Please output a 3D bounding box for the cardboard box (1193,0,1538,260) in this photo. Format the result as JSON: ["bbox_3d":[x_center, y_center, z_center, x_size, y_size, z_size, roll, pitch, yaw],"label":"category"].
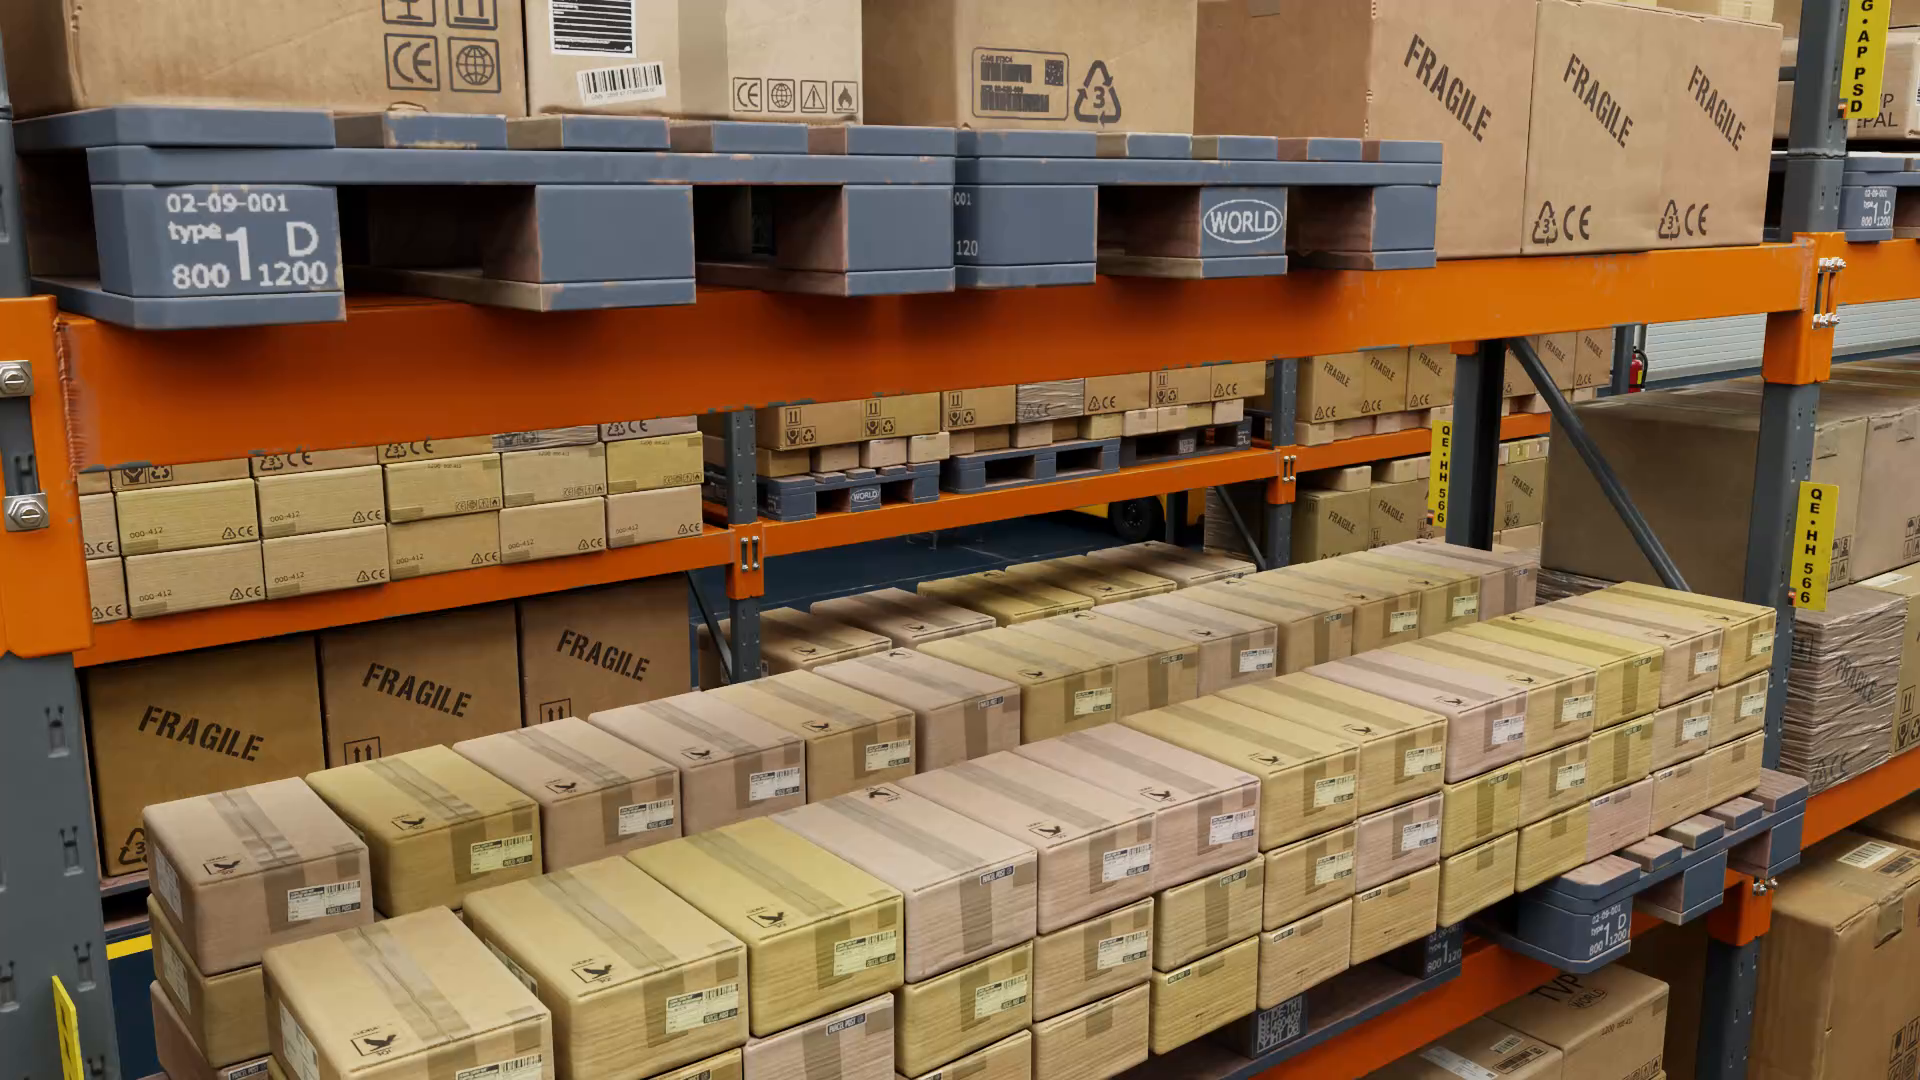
[{"bbox_3d":[0.758,-0.812,3.270,0.500,0.500,0.500,-9,15,-38],"label":"cardboard box"}]

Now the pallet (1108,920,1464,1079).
[{"bbox_3d":[0.300,0.815,3.532,1.213,0.211,1.003,-9,15,-38],"label":"pallet"}]

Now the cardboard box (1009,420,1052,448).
[{"bbox_3d":[0.312,-0.629,9.462,0.250,0.149,0.380,-9,15,-36],"label":"cardboard box"}]

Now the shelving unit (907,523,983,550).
[{"bbox_3d":[-0.129,-1.006,13.810,0.503,2.100,0.431,-9,15,-38],"label":"shelving unit"}]

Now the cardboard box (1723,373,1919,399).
[{"bbox_3d":[2.971,-0.270,5.530,0.500,0.500,0.700,-10,15,-39],"label":"cardboard box"}]

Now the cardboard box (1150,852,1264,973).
[{"bbox_3d":[0.314,0.601,2.955,0.250,0.149,0.380,-10,15,-39],"label":"cardboard box"}]

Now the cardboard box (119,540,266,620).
[{"bbox_3d":[-3.152,0.115,6.729,0.500,0.250,0.500,-10,15,-38],"label":"cardboard box"}]

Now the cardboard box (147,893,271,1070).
[{"bbox_3d":[-1.115,0.665,2.654,0.250,0.149,0.380,-9,15,-36],"label":"cardboard box"}]

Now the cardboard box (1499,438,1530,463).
[{"bbox_3d":[3.991,-0.678,12.342,0.250,0.149,0.380,-9,15,-37],"label":"cardboard box"}]

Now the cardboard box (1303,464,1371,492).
[{"bbox_3d":[2.537,-0.435,11.198,0.250,0.149,0.380,-9,15,-37],"label":"cardboard box"}]

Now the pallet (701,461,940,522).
[{"bbox_3d":[-0.861,-0.348,9.009,1.003,0.211,1.213,-9,15,-38],"label":"pallet"}]

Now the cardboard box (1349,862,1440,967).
[{"bbox_3d":[0.718,0.679,3.303,0.250,0.149,0.380,-9,15,-36],"label":"cardboard box"}]

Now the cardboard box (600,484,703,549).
[{"bbox_3d":[-1.583,-0.151,7.980,0.500,0.250,0.500,-10,16,-40],"label":"cardboard box"}]

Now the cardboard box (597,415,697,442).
[{"bbox_3d":[-1.591,-0.761,7.842,0.500,0.500,0.500,-10,16,-39],"label":"cardboard box"}]

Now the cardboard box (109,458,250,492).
[{"bbox_3d":[-3.178,-0.497,6.599,0.500,0.500,0.500,-10,16,-39],"label":"cardboard box"}]

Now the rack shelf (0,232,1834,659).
[{"bbox_3d":[0.259,-0.398,3.294,4.000,0.370,1.077,-9,15,-38],"label":"rack shelf"}]

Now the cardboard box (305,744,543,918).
[{"bbox_3d":[-0.902,0.484,2.788,0.250,0.149,0.380,-10,16,-39],"label":"cardboard box"}]

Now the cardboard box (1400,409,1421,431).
[{"bbox_3d":[2.976,-0.864,11.581,0.250,0.149,0.380,-10,15,-38],"label":"cardboard box"}]

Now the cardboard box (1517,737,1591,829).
[{"bbox_3d":[1.112,0.469,3.575,0.250,0.149,0.380,-9,15,-38],"label":"cardboard box"}]

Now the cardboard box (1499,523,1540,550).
[{"bbox_3d":[4.024,-0.016,12.593,0.500,0.250,0.500,-9,15,-37],"label":"cardboard box"}]

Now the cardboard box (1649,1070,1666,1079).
[{"bbox_3d":[1.470,1.603,4.367,0.500,0.500,0.500,-10,15,-38],"label":"cardboard box"}]

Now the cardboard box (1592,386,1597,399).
[{"bbox_3d":[4.738,-1.164,12.995,0.250,0.149,0.380,-9,15,-36],"label":"cardboard box"}]

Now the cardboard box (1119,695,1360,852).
[{"bbox_3d":[0.509,0.423,3.077,0.250,0.149,0.380,-9,15,-36],"label":"cardboard box"}]

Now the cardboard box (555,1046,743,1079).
[{"bbox_3d":[-0.507,0.738,2.309,0.250,0.149,0.380,-10,15,-39],"label":"cardboard box"}]

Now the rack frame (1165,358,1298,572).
[{"bbox_3d":[1.773,-0.851,10.916,0.127,3.000,1.000,-9,15,-38],"label":"rack frame"}]

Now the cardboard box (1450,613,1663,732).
[{"bbox_3d":[1.322,0.288,3.712,0.250,0.149,0.380,-9,15,-36],"label":"cardboard box"}]

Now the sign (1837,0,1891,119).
[{"bbox_3d":[2.158,-1.174,3.972,0.005,0.325,0.100,-9,15,-38],"label":"sign"}]

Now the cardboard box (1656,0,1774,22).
[{"bbox_3d":[1.667,-1.339,3.906,0.258,0.266,0.396,-9,15,-38],"label":"cardboard box"}]

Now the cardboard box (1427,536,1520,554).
[{"bbox_3d":[2.908,0.286,9.756,0.500,0.500,0.500,-9,15,-38],"label":"cardboard box"}]

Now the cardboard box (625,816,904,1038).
[{"bbox_3d":[-0.292,0.556,2.448,0.250,0.149,0.380,-9,15,-37],"label":"cardboard box"}]

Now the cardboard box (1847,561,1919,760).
[{"bbox_3d":[2.735,0.328,5.123,0.500,0.500,0.500,-10,15,-38],"label":"cardboard box"}]

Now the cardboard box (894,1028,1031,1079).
[{"bbox_3d":[-0.101,0.816,2.657,0.250,0.149,0.380,-9,15,-37],"label":"cardboard box"}]

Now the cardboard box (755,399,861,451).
[{"bbox_3d":[-0.855,-0.753,8.485,0.500,0.500,0.500,-10,16,-39],"label":"cardboard box"}]

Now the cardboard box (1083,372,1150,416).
[{"bbox_3d":[0.762,-1.023,9.759,0.500,0.500,0.500,-9,15,-36],"label":"cardboard box"}]

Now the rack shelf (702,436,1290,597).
[{"bbox_3d":[0.211,-0.240,9.769,4.000,0.370,1.077,-9,15,-38],"label":"rack shelf"}]

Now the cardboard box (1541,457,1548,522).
[{"bbox_3d":[4.434,-0.451,12.836,0.500,0.500,0.500,-9,15,-37],"label":"cardboard box"}]

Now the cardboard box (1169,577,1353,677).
[{"bbox_3d":[0.729,0.213,4.065,0.250,0.149,0.380,-10,16,-40],"label":"cardboard box"}]

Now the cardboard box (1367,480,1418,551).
[{"bbox_3d":[2.813,-0.183,11.571,0.500,0.500,0.500,-9,15,-35],"label":"cardboard box"}]

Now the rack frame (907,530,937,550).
[{"bbox_3d":[-0.320,-0.974,13.660,0.015,2.100,0.400,-9,15,-38],"label":"rack frame"}]

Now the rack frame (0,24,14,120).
[{"bbox_3d":[-1.303,-1.958,1.685,0.127,3.000,1.000,-9,15,-38],"label":"rack frame"}]

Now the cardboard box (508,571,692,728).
[{"bbox_3d":[-1.942,0.578,8.290,0.875,0.875,0.875,-10,15,-38],"label":"cardboard box"}]

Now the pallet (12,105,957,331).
[{"bbox_3d":[-0.754,-0.462,2.312,1.003,0.211,1.213,-9,15,-38],"label":"pallet"}]

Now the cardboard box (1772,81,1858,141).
[{"bbox_3d":[2.181,-1.159,4.495,0.250,0.149,0.380,-10,16,-40],"label":"cardboard box"}]

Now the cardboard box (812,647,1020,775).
[{"bbox_3d":[-0.093,0.350,3.419,0.250,0.149,0.380,-10,16,-40],"label":"cardboard box"}]

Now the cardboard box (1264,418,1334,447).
[{"bbox_3d":[2.219,-0.717,10.890,0.250,0.149,0.380,-10,15,-38],"label":"cardboard box"}]

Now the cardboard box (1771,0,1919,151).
[{"bbox_3d":[3.003,-1.584,5.653,0.500,0.500,0.500,-9,15,-38],"label":"cardboard box"}]

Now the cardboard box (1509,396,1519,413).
[{"bbox_3d":[3.926,-1.035,12.385,0.250,0.149,0.380,-9,15,-37],"label":"cardboard box"}]

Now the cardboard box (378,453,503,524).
[{"bbox_3d":[-2.355,-0.263,7.301,0.500,0.250,0.500,-10,16,-39],"label":"cardboard box"}]

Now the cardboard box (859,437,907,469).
[{"bbox_3d":[-0.496,-0.486,8.790,0.250,0.149,0.380,-11,16,-41],"label":"cardboard box"}]

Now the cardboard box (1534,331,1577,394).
[{"bbox_3d":[4.251,-1.385,12.475,0.500,0.500,0.500,-9,15,-38],"label":"cardboard box"}]

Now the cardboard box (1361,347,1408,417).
[{"bbox_3d":[2.668,-1.127,11.255,0.500,0.500,0.500,-10,15,-38],"label":"cardboard box"}]

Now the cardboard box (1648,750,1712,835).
[{"bbox_3d":[1.528,0.545,3.932,0.250,0.149,0.380,-9,15,-38],"label":"cardboard box"}]

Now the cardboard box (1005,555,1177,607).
[{"bbox_3d":[0.806,0.391,10.381,0.625,0.372,0.950,-8,15,-34],"label":"cardboard box"}]

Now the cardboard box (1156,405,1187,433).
[{"bbox_3d":[1.148,-0.752,10.041,0.250,0.149,0.380,-10,15,-39],"label":"cardboard box"}]
